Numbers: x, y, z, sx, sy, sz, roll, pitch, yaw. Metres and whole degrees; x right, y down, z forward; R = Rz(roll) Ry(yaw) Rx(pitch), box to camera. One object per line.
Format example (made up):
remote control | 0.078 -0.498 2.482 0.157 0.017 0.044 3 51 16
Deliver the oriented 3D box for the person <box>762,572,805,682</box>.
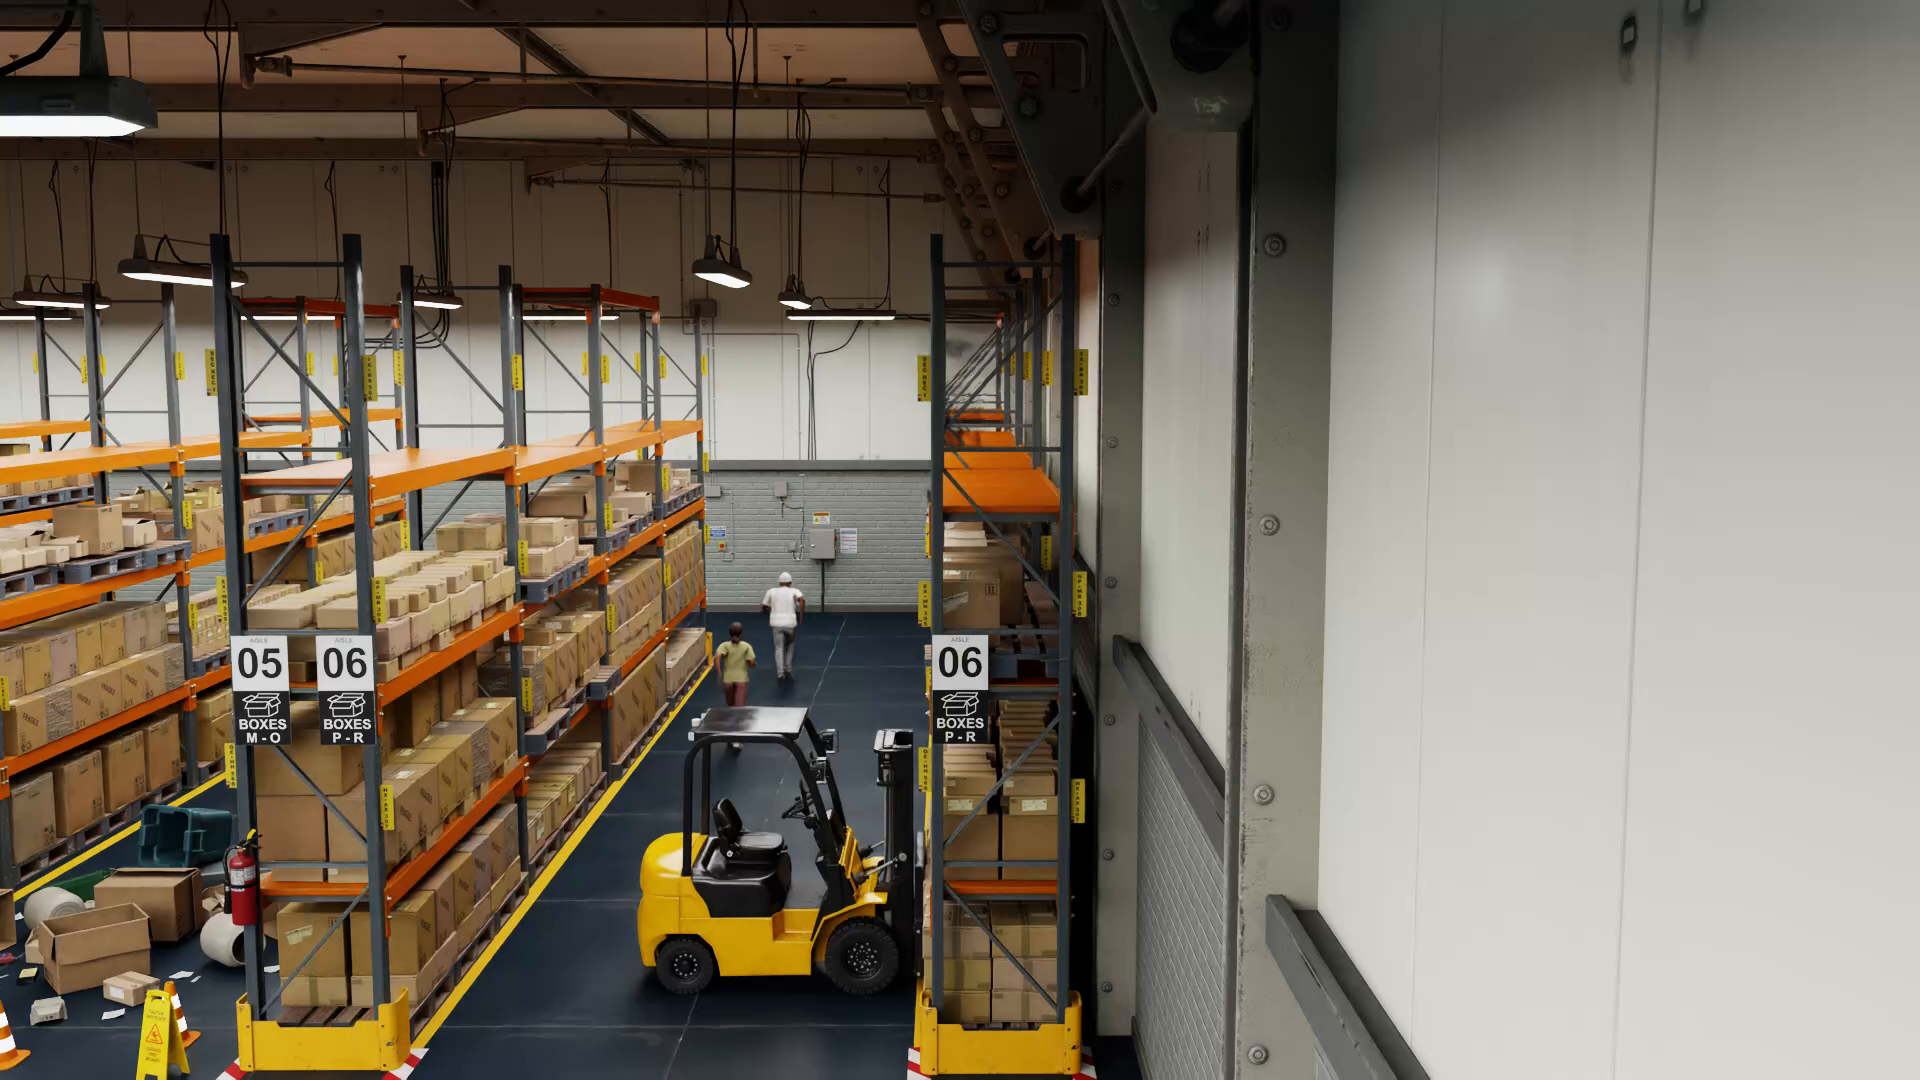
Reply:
person | -2.784 1.422 26.223 0.694 1.774 0.983 0 6 -4

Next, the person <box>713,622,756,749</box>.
person | -2.935 1.936 21.802 0.522 1.709 0.790 0 6 2
